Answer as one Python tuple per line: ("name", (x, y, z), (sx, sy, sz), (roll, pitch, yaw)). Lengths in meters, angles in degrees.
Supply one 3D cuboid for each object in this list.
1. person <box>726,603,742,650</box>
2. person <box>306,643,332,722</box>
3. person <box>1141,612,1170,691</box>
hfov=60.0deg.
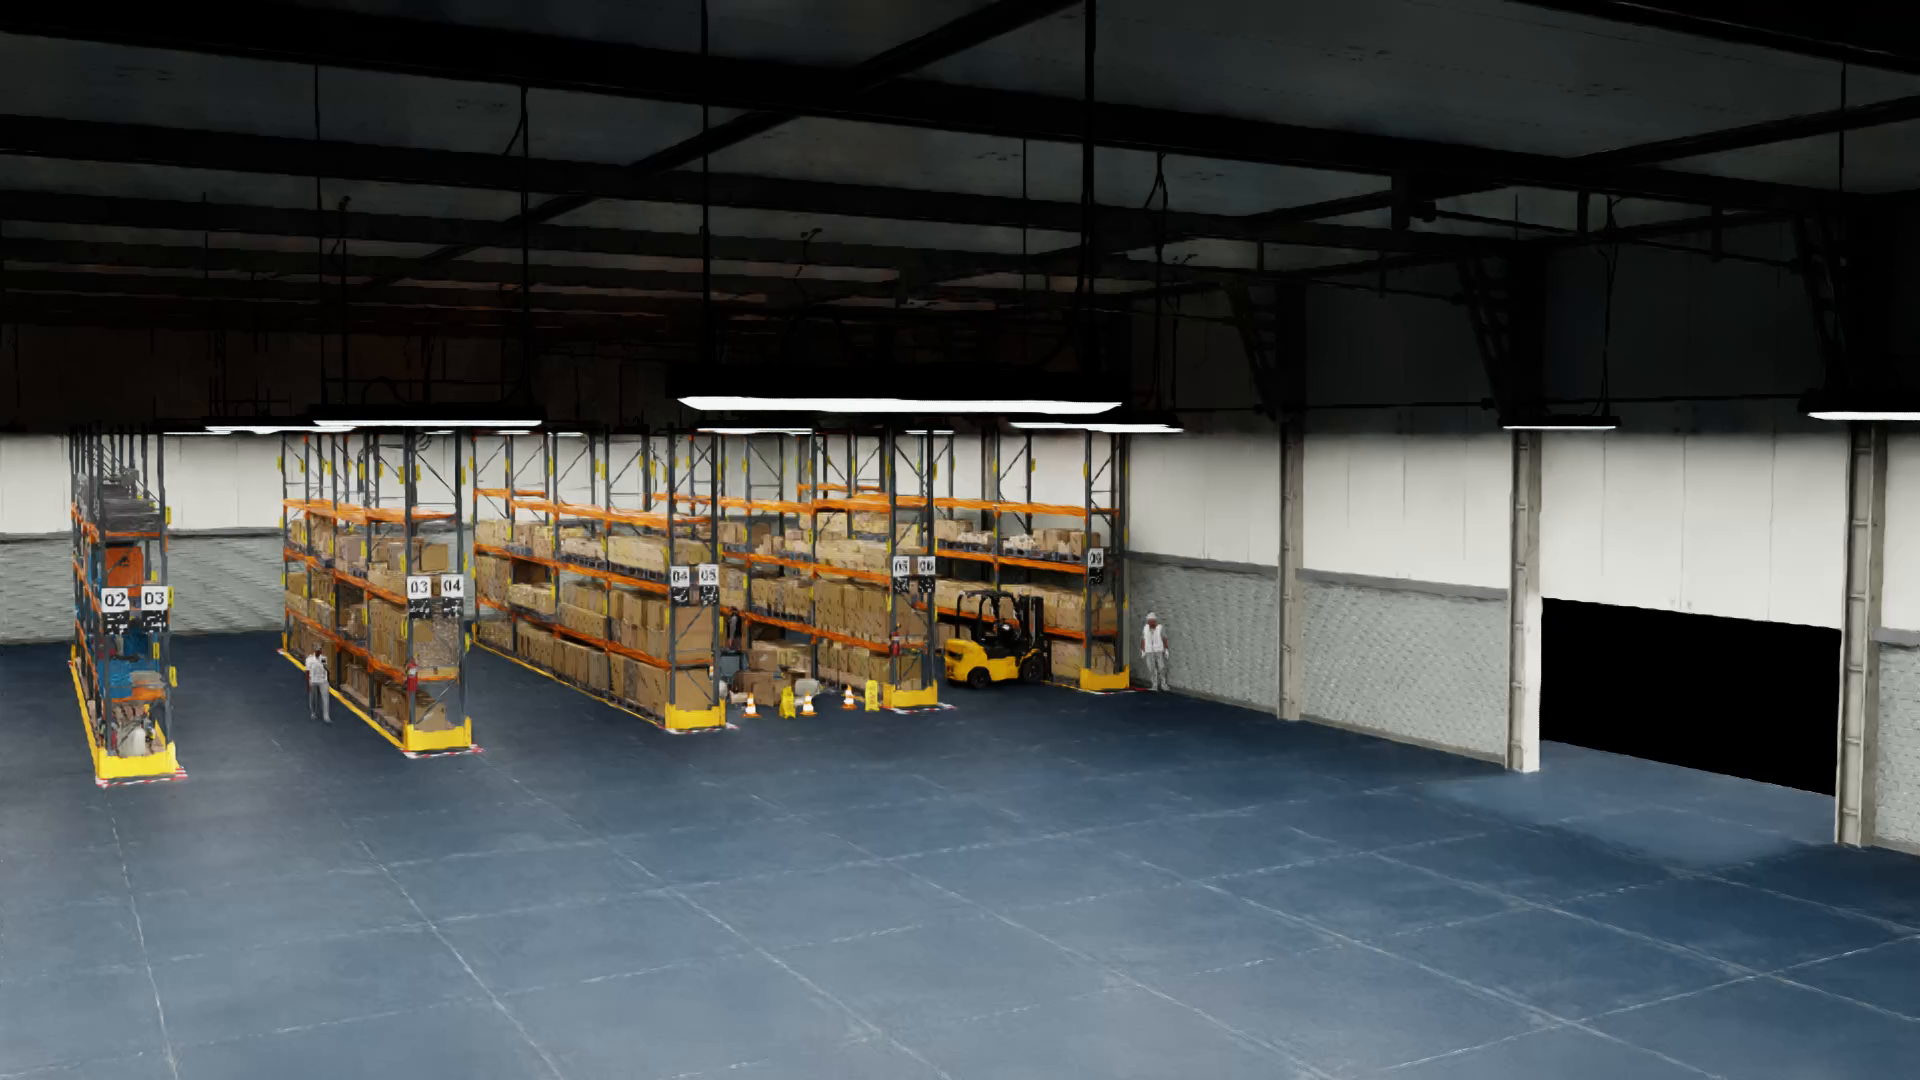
("person", (-5.478, 2.372, 40.078), (0.586, 1.718, 0.640), (0, 4, -4))
("person", (-12.918, 2.840, 33.452), (0.457, 1.583, 1.074), (-2, 4, -26))
("person", (4.412, 2.516, 37.483), (0.658, 1.780, 0.436), (1, 4, 17))
